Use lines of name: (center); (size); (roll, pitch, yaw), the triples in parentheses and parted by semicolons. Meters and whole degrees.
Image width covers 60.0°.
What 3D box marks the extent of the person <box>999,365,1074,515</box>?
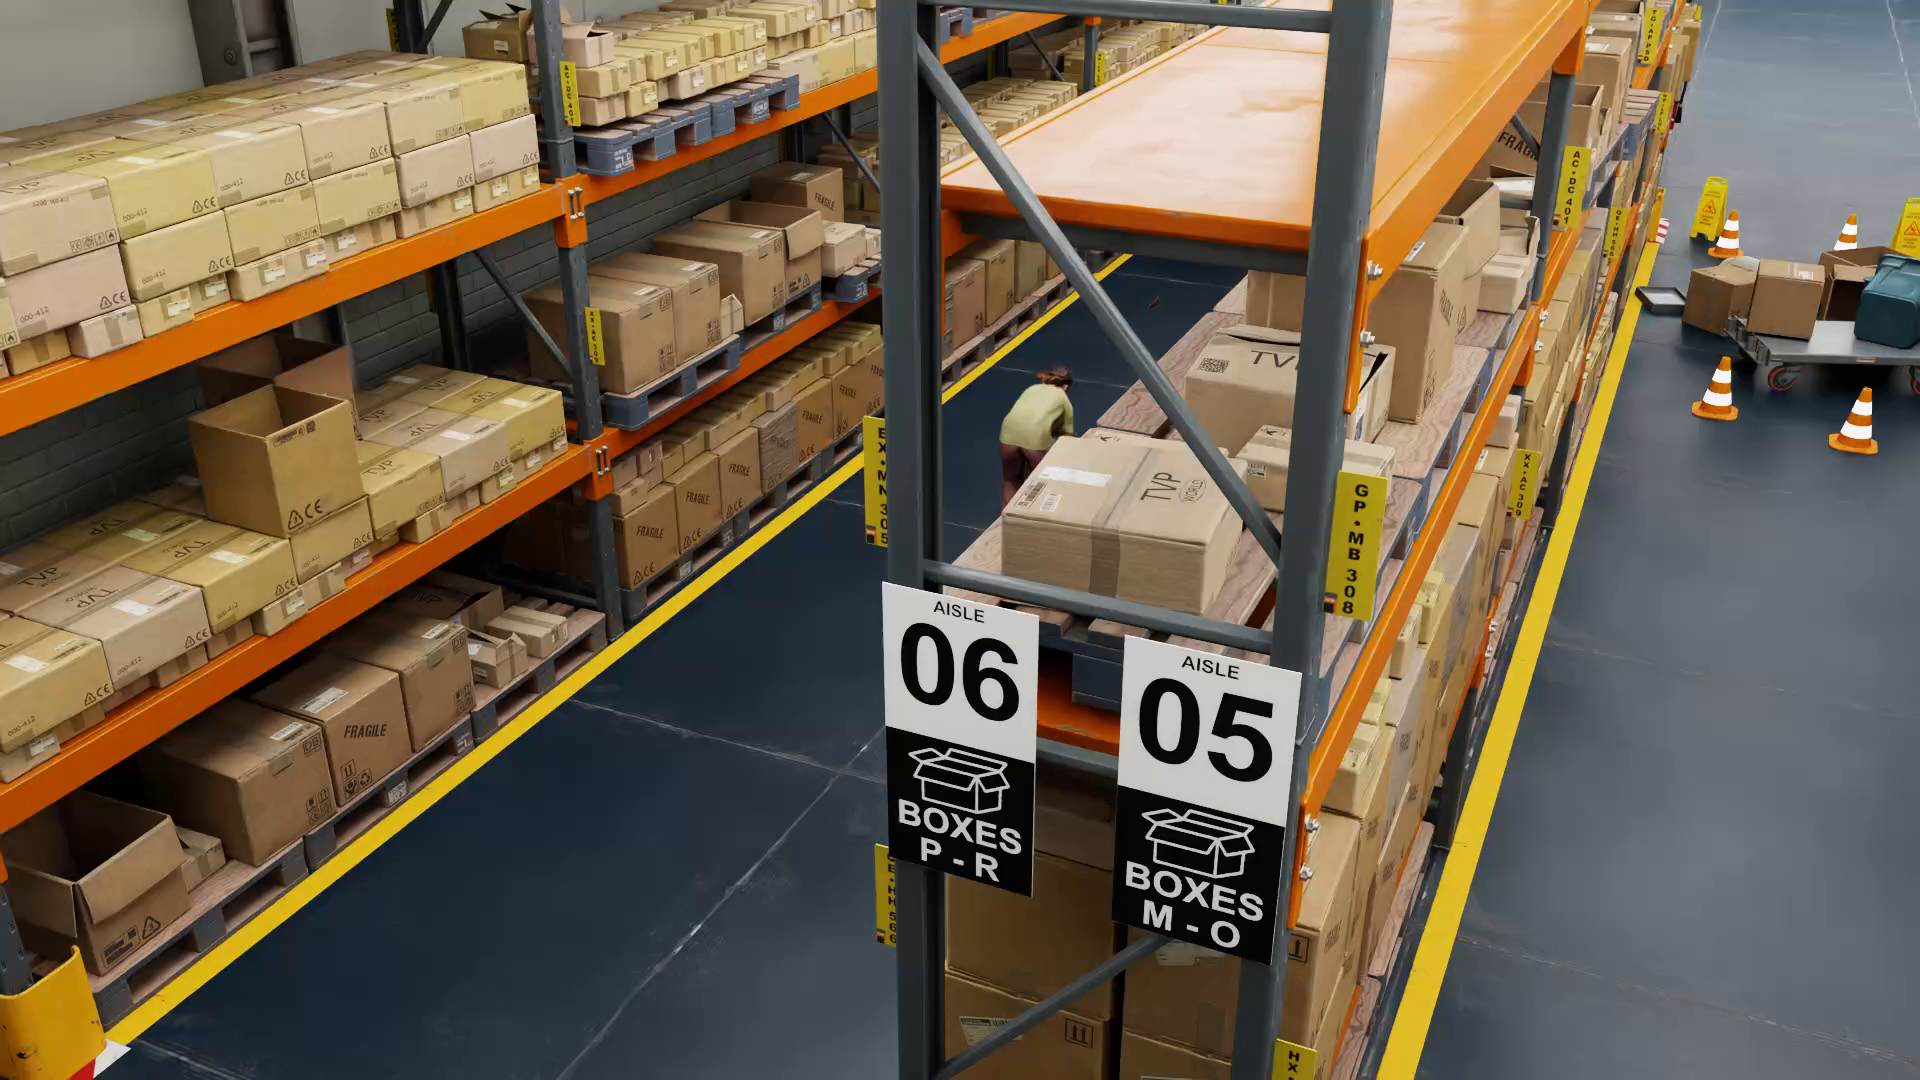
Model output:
person: (0.539, -0.526, 11.092); (0.421, 1.145, 0.865); (11, 28, 20)
